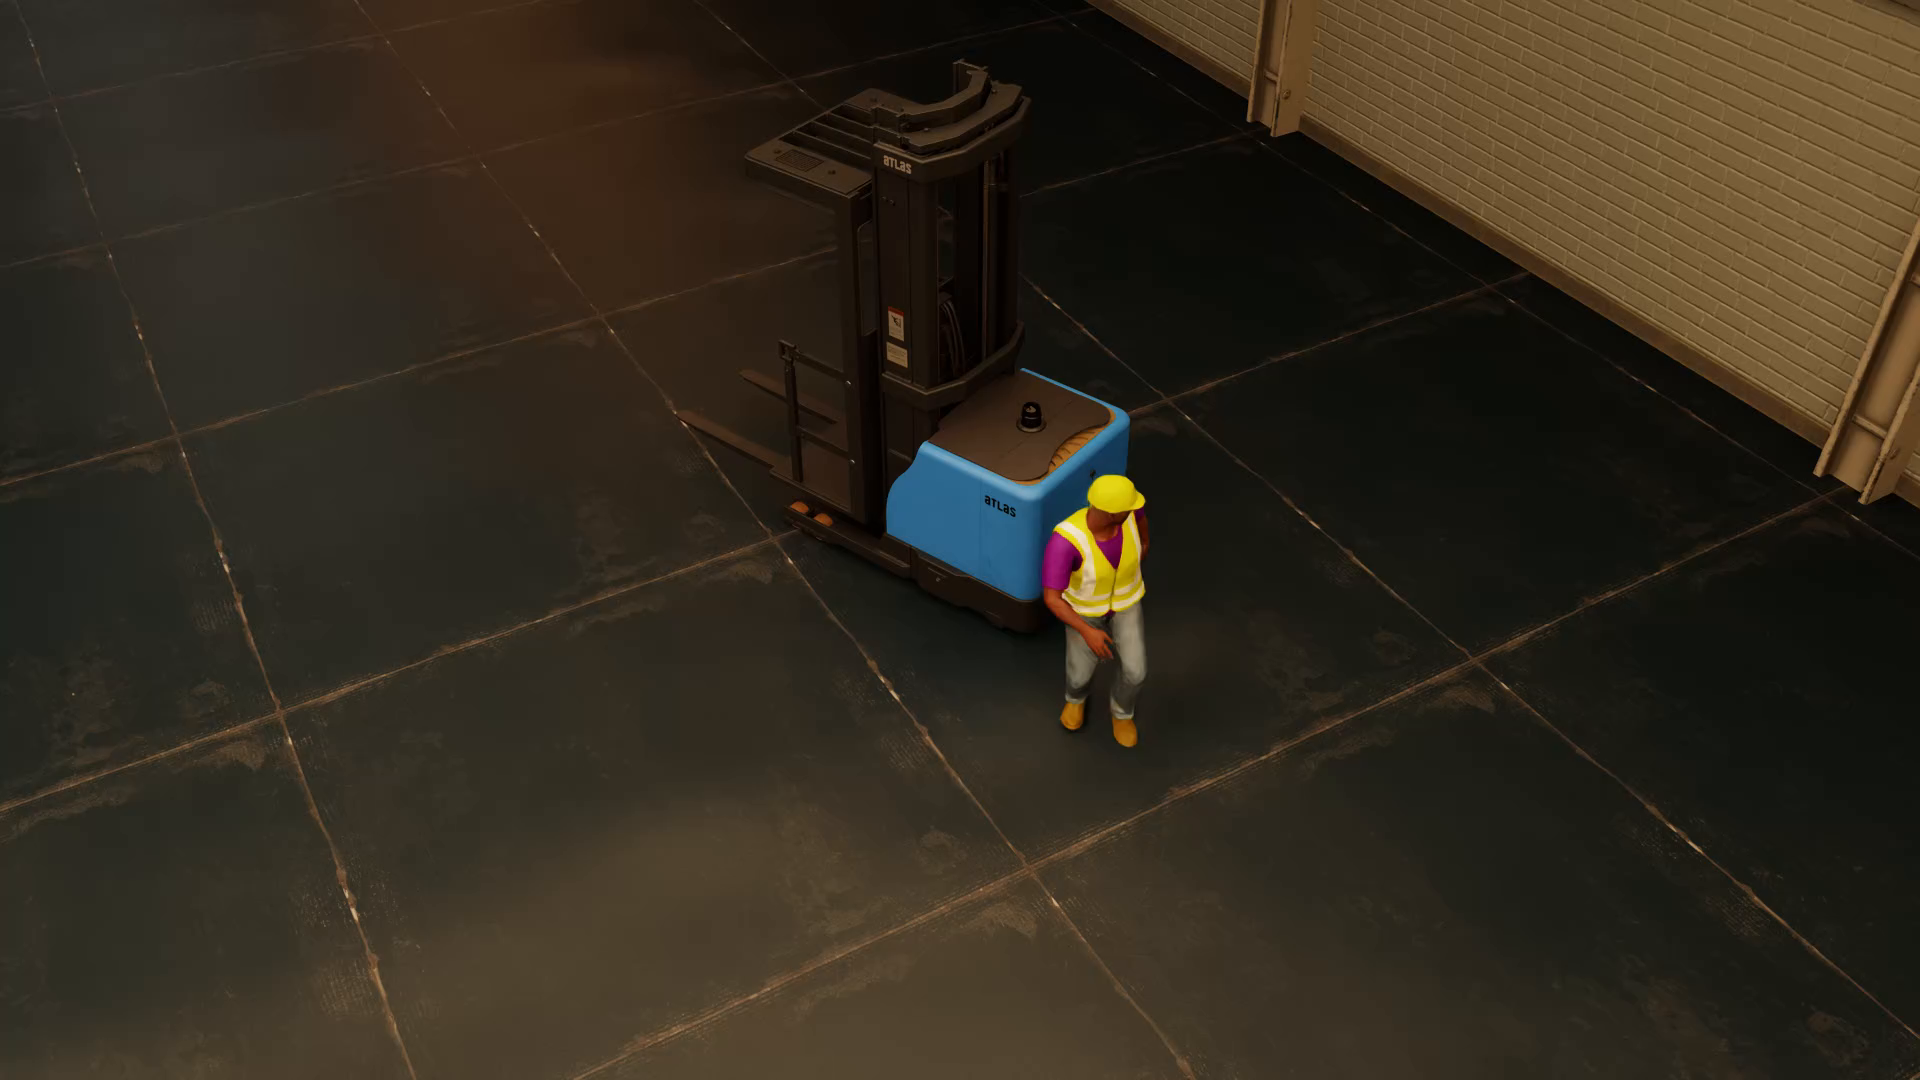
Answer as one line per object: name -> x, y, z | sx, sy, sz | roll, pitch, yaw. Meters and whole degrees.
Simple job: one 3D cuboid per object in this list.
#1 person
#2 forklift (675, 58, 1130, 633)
person -> 0.722, 0.338, 8.631 | 0.691, 1.741, 0.789 | -8, 40, -9
forklift -> -0.481, -1.366, 9.683 | 3.031, 2.935, 1.130 | 26, 46, 28
